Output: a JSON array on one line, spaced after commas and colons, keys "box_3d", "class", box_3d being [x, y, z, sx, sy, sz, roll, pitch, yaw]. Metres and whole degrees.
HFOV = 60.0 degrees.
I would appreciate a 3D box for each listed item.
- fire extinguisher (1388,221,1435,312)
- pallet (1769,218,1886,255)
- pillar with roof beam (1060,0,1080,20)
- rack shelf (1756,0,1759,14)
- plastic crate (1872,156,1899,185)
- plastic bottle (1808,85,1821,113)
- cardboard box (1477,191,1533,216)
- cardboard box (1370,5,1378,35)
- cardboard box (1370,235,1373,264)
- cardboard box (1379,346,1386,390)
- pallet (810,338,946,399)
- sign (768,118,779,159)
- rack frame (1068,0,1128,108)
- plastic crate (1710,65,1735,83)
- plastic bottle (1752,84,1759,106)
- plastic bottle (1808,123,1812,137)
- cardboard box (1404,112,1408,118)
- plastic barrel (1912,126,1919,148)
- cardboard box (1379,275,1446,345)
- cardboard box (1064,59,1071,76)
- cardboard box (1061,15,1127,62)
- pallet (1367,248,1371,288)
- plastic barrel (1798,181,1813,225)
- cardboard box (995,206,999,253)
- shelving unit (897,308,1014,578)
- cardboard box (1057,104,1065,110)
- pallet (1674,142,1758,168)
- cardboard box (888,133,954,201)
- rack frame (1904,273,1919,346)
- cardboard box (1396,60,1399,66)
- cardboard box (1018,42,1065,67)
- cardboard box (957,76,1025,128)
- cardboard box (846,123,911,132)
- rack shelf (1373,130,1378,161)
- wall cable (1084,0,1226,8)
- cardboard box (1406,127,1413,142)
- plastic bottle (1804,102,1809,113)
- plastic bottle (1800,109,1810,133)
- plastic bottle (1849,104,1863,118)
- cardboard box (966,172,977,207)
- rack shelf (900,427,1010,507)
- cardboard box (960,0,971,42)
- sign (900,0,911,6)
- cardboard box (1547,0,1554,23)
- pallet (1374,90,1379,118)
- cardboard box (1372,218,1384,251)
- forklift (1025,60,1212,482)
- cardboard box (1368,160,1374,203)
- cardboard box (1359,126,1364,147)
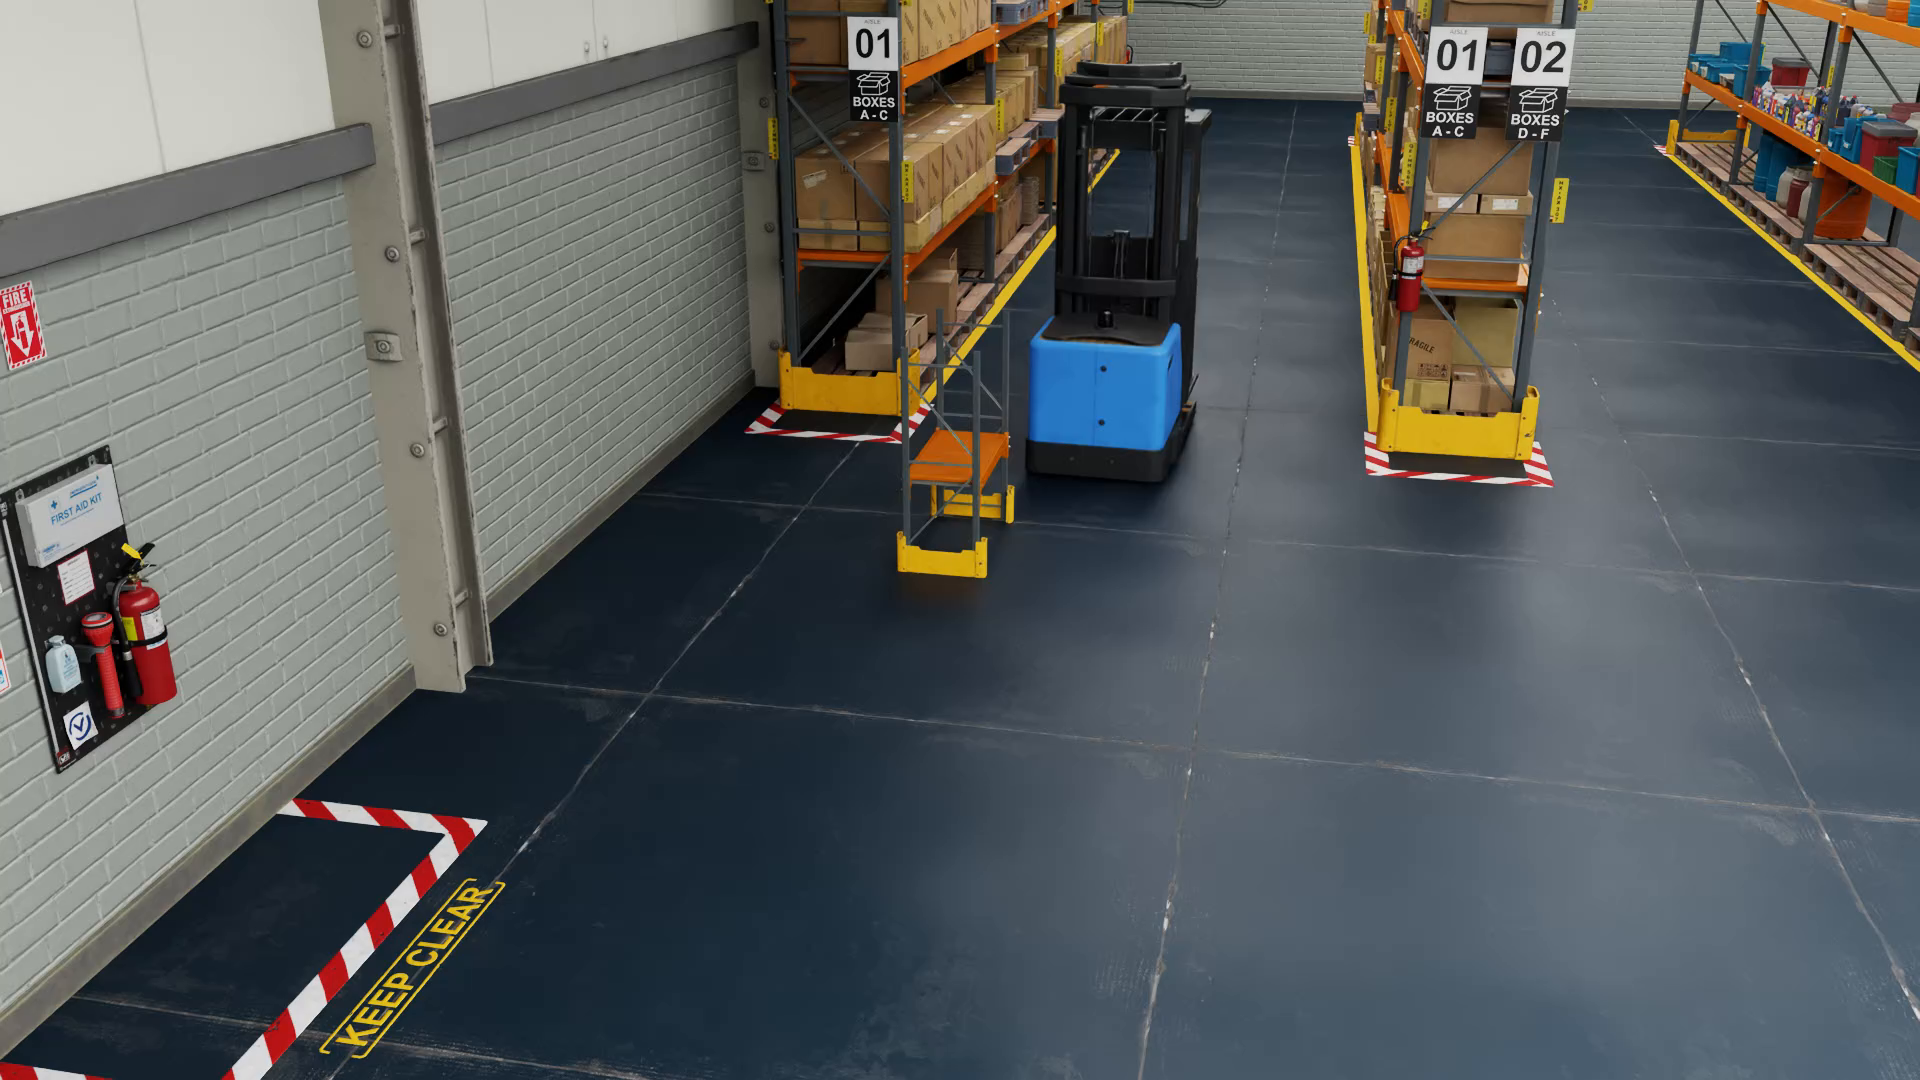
[{"box_3d": [3.418, -2.078, 12.602, 0.296, 0.674, 0.183, 4, 22, 11], "class": "fire extinguisher"}, {"box_3d": [10.498, -3.667, 20.176, 1.003, 0.211, 1.213, 4, 22, 11], "class": "pallet"}, {"box_3d": [6.230, -11.858, 28.751, 9.100, 9.000, 0.400, 4, 22, 11], "class": "pillar with roof beam"}, {"box_3d": [11.602, -7.921, 23.953, 1.077, 0.370, 4.000, 4, 22, 11], "class": "rack shelf"}, {"box_3d": [9.641, -3.766, 16.973, 0.450, 0.188, 0.662, 4, 22, 11], "class": "plastic crate"}, {"box_3d": [11.186, -5.759, 21.703, 0.144, 0.351, 0.185, 4, 22, 11], "class": "plastic bottle"}, {"box_3d": [4.188, -2.596, 12.783, 0.380, 0.149, 0.250, 4, 22, 11], "class": "cardboard box"}, {"box_3d": [6.607, -7.967, 25.648, 0.500, 0.500, 0.500, 5, 22, 12], "class": "cardboard box"}, {"box_3d": [4.828, -3.236, 18.492, 0.500, 0.250, 0.500, 5, 22, 12], "class": "cardboard box"}, {"box_3d": [3.808, -1.444, 14.042, 0.500, 0.250, 0.500, 4, 22, 11], "class": "cardboard box"}, {"box_3d": [-0.737, -1.527, 14.862, 1.003, 0.211, 1.213, 4, 22, 11], "class": "pallet"}, {"box_3d": [-1.492, -3.232, 13.389, 0.100, 0.325, 0.005, 4, 22, 11], "class": "sign"}, {"box_3d": [2.312, -8.350, 28.071, 1.000, 3.000, 0.127, 4, 22, 11], "class": "rack frame"}, {"box_3d": [11.308, -6.888, 24.585, 0.416, 0.233, 0.300, 4, 22, 11], "class": "plastic crate"}, {"box_3d": [10.702, -5.976, 22.333, 0.061, 0.283, 0.133, 4, 22, 11], "class": "plastic bottle"}, {"box_3d": [10.131, -4.882, 19.727, 0.097, 0.201, 0.097, 0, 22, 0], "class": "plastic bottle"}, {"box_3d": [5.413, -4.877, 19.566, 0.500, 0.311, 0.500, 6, 23, 14], "class": "cardboard box"}, {"box_3d": [10.291, -4.174, 17.553, 0.421, 0.512, 0.421, 0, 22, 0], "class": "plastic barrel"}, {"box_3d": [3.905, -1.975, 14.356, 0.500, 0.500, 0.500, 4, 22, 11], "class": "cardboard box"}, {"box_3d": [1.145, -5.967, 21.594, 0.500, 0.500, 0.500, 5, 23, 13], "class": "cardboard box"}, {"box_3d": [2.218, -8.302, 27.550, 0.980, 0.700, 0.700, 5, 23, 13], "class": "cardboard box"}, {"box_3d": [5.072, -3.011, 18.548, 1.003, 0.211, 1.213, 4, 22, 11], "class": "pallet"}, {"box_3d": [10.489, -4.103, 20.294, 0.421, 0.512, 0.421, 0, 22, 0], "class": "plastic barrel"}, {"box_3d": [0.053, -3.469, 18.709, 0.700, 0.500, 0.500, 4, 22, 10], "class": "cardboard box"}, {"box_3d": [-0.016, -0.668, 11.004, 0.587, 1.500, 1.083, 4, 22, 11], "class": "shelving unit"}, {"box_3d": [1.170, -5.602, 21.557, 0.380, 0.149, 0.250, 5, 23, 13], "class": "cardboard box"}, {"box_3d": [11.804, -6.002, 25.975, 1.003, 0.211, 1.213, 4, 22, 11], "class": "pallet"}, {"box_3d": [-0.339, -3.306, 14.717, 0.500, 0.500, 0.500, 4, 22, 9], "class": "cardboard box"}, {"box_3d": [9.562, -3.206, 15.298, 1.000, 3.000, 0.127, 4, 22, 11], "class": "rack frame"}, {"box_3d": [5.921, -5.848, 21.162, 0.700, 0.500, 0.500, 9, 24, 21], "class": "cardboard box"}, {"box_3d": [1.030, -6.122, 20.978, 0.500, 0.250, 0.500, 5, 22, 12], "class": "cardboard box"}, {"box_3d": [0.361, -5.044, 19.141, 0.700, 0.500, 0.500, 4, 22, 11], "class": "cardboard box"}, {"box_3d": [-0.749, -3.531, 15.277, 0.500, 0.500, 0.500, 5, 22, 12], "class": "cardboard box"}, {"box_3d": [5.938, -5.445, 21.822, 1.077, 0.370, 4.000, 4, 22, 11], "class": "rack shelf"}, {"box_3d": [3.816, -11.733, 32.598, 3.097, 2.526, 0.112, 4, 22, 11], "class": "wall cable"}, {"box_3d": [4.469, -3.849, 15.892, 0.380, 0.149, 0.250, 4, 22, 11], "class": "cardboard box"}, {"box_3d": [10.455, -5.270, 20.579, 0.061, 0.283, 0.133, 4, 22, 11], "class": "plastic bottle"}, {"box_3d": [10.211, -5.057, 20.067, 0.097, 0.271, 0.097, 0, 22, 0], "class": "plastic bottle"}, {"box_3d": [11.066, -5.252, 20.545, 0.152, 0.276, 0.135, 4, 22, 11], "class": "plastic bottle"}, {"box_3d": [-0.134, -3.338, 15.800, 0.500, 0.250, 0.500, 4, 22, 11], "class": "cardboard box"}, {"box_3d": [-0.017, -0.498, 11.063, 0.538, 0.185, 1.000, 4, 22, 11], "class": "rack shelf"}, {"box_3d": [-0.190, -4.815, 15.118, 0.500, 0.500, 0.500, 4, 22, 9], "class": "cardboard box"}, {"box_3d": [-0.422, -4.254, 12.715, 0.100, 0.325, 0.005, 4, 22, 11], "class": "sign"}, {"box_3d": [4.504, -4.406, 13.380, 0.500, 0.500, 0.500, 4, 22, 11], "class": "cardboard box"}, {"box_3d": [5.922, -5.670, 21.674, 1.003, 0.211, 1.213, 4, 22, 11], "class": "pallet"}, {"box_3d": [4.720, -3.307, 17.918, 0.500, 0.311, 0.500, 4, 22, 11], "class": "cardboard box"}, {"box_3d": [1.346, -2.306, 13.155, 1.130, 2.935, 3.031, 5, 23, 13], "class": "forklift"}, {"box_3d": [5.597, -4.641, 21.620, 0.500, 0.500, 0.500, 4, 22, 9], "class": "cardboard box"}, {"box_3d": [6.569, -6.359, 26.220, 0.500, 0.250, 0.500, 4, 22, 11], "class": "cardboard box"}]
